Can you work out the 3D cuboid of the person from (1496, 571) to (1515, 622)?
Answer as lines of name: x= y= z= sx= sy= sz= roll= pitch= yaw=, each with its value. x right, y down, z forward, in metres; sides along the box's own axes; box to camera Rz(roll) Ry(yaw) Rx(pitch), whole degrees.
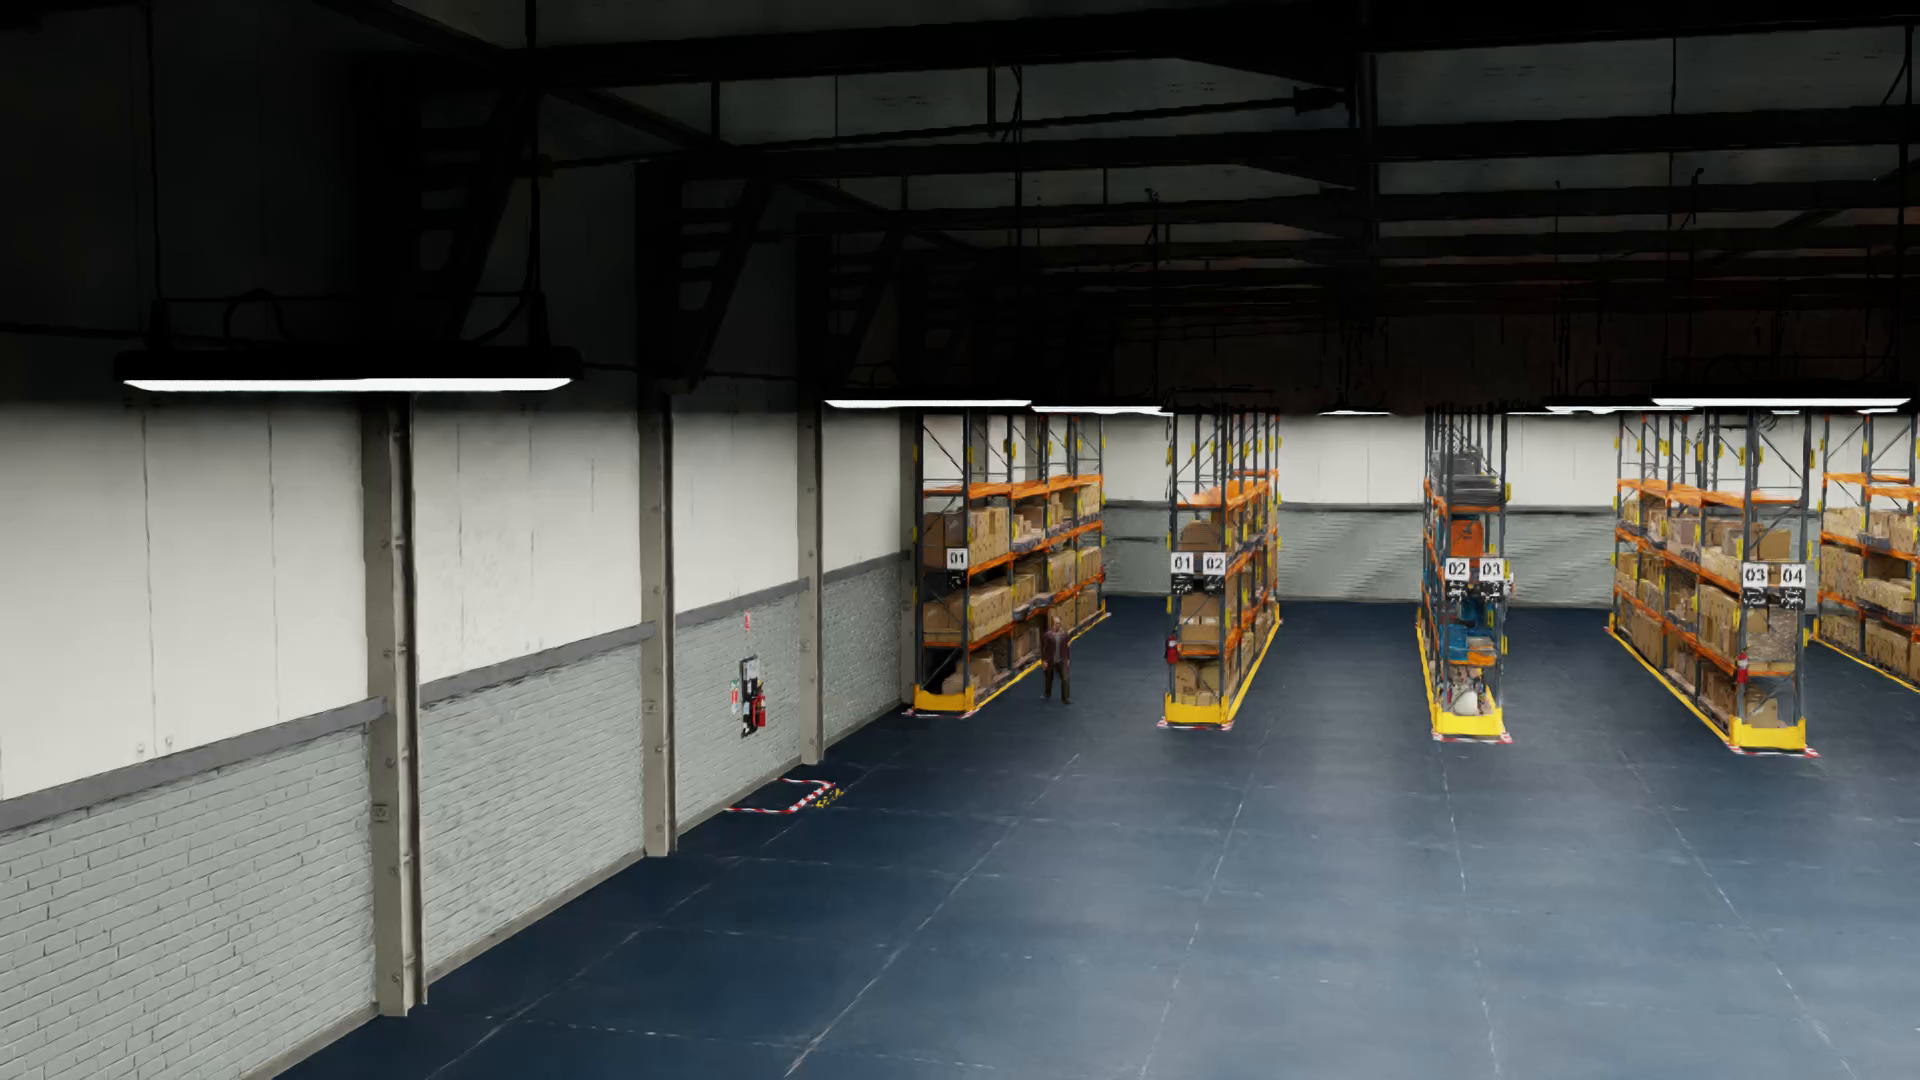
person: x=15.171 y=1.437 z=46.384 sx=0.554 sy=1.712 sz=1.031 roll=1 pitch=4 yaw=13

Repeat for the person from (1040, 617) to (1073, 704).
person: x=1.919 y=2.402 z=33.302 sx=0.617 sy=1.735 sz=1.030 roll=-1 pitch=4 yaw=-8
